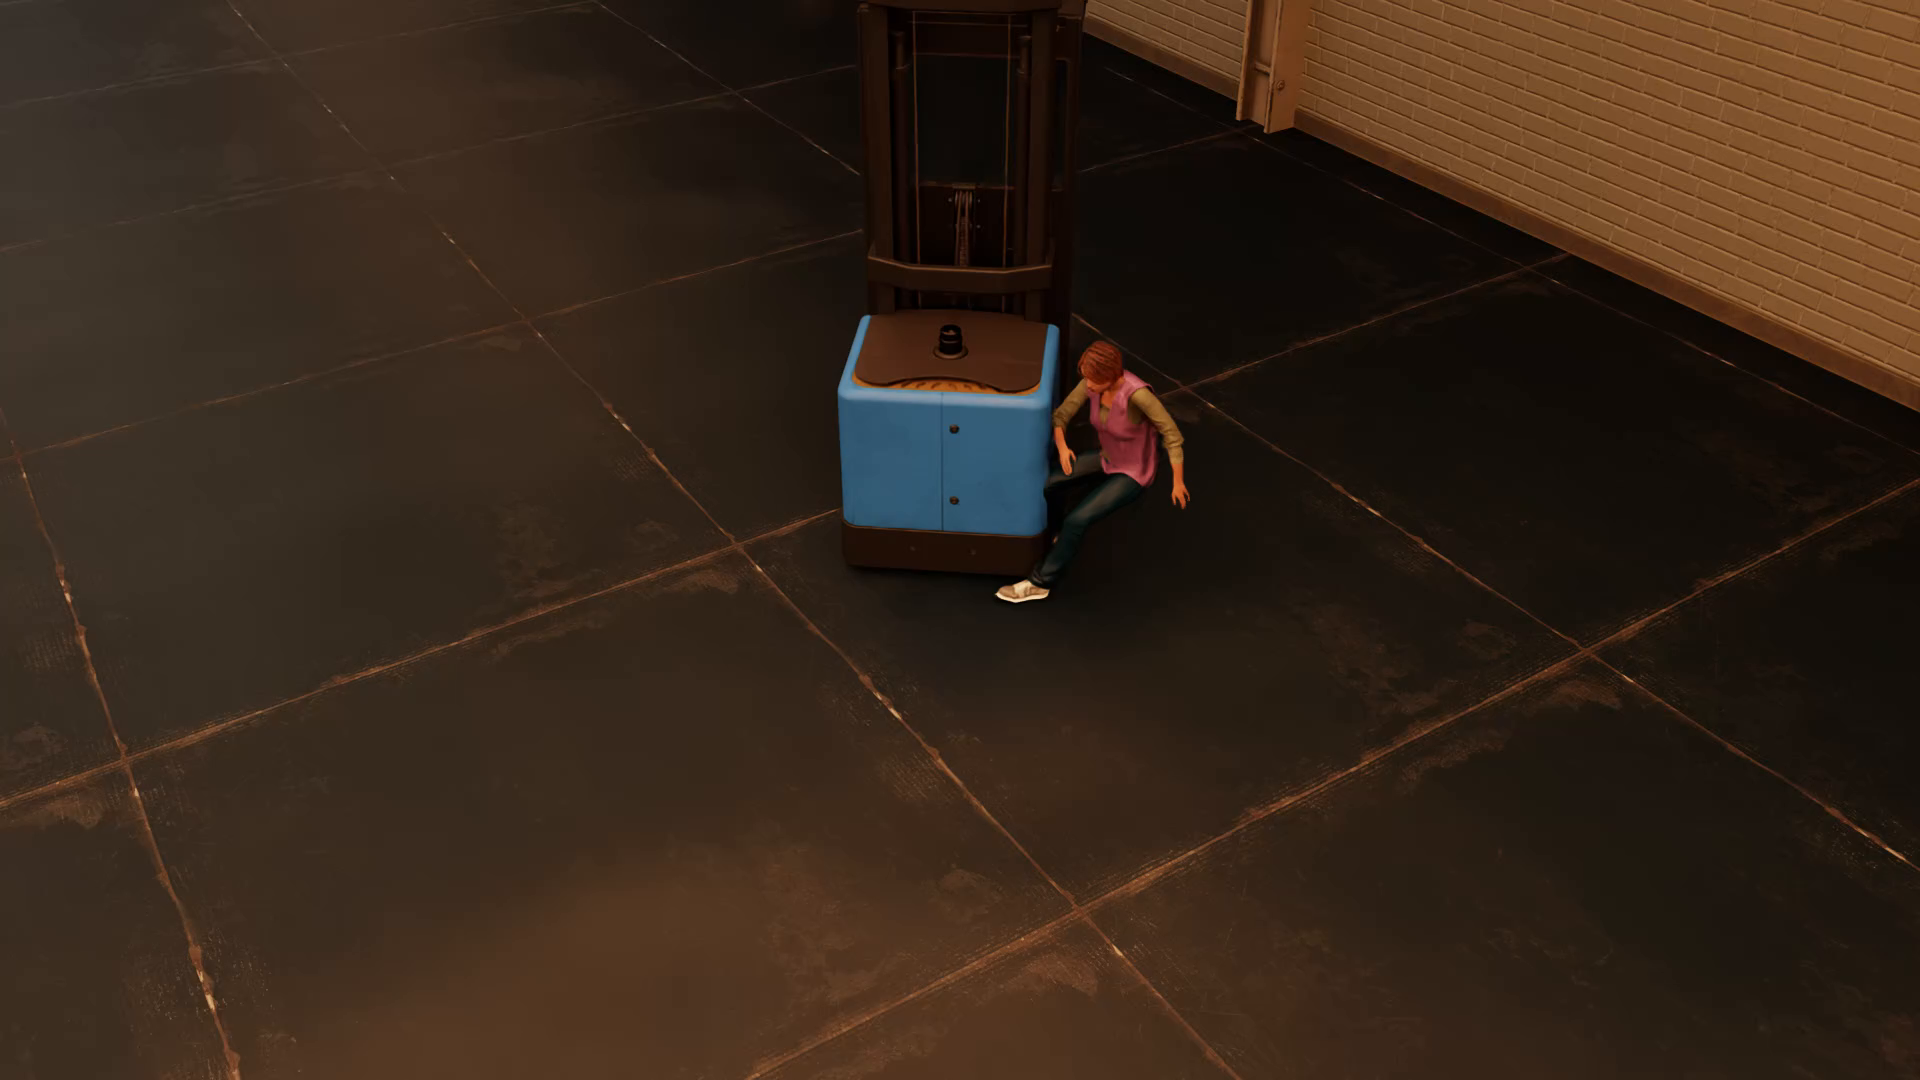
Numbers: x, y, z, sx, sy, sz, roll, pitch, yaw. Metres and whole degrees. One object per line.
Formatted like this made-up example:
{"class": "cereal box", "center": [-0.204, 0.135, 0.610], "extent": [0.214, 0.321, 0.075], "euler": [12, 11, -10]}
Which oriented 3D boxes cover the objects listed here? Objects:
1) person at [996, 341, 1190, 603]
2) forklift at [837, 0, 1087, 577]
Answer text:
{"class": "person", "center": [0.614, -0.302, 7.980], "extent": [0.823, 1.307, 0.783], "euler": [-25, 42, -31]}
{"class": "forklift", "center": [0.073, -1.848, 8.777], "extent": [1.130, 2.935, 3.031], "euler": [3, 35, 5]}
